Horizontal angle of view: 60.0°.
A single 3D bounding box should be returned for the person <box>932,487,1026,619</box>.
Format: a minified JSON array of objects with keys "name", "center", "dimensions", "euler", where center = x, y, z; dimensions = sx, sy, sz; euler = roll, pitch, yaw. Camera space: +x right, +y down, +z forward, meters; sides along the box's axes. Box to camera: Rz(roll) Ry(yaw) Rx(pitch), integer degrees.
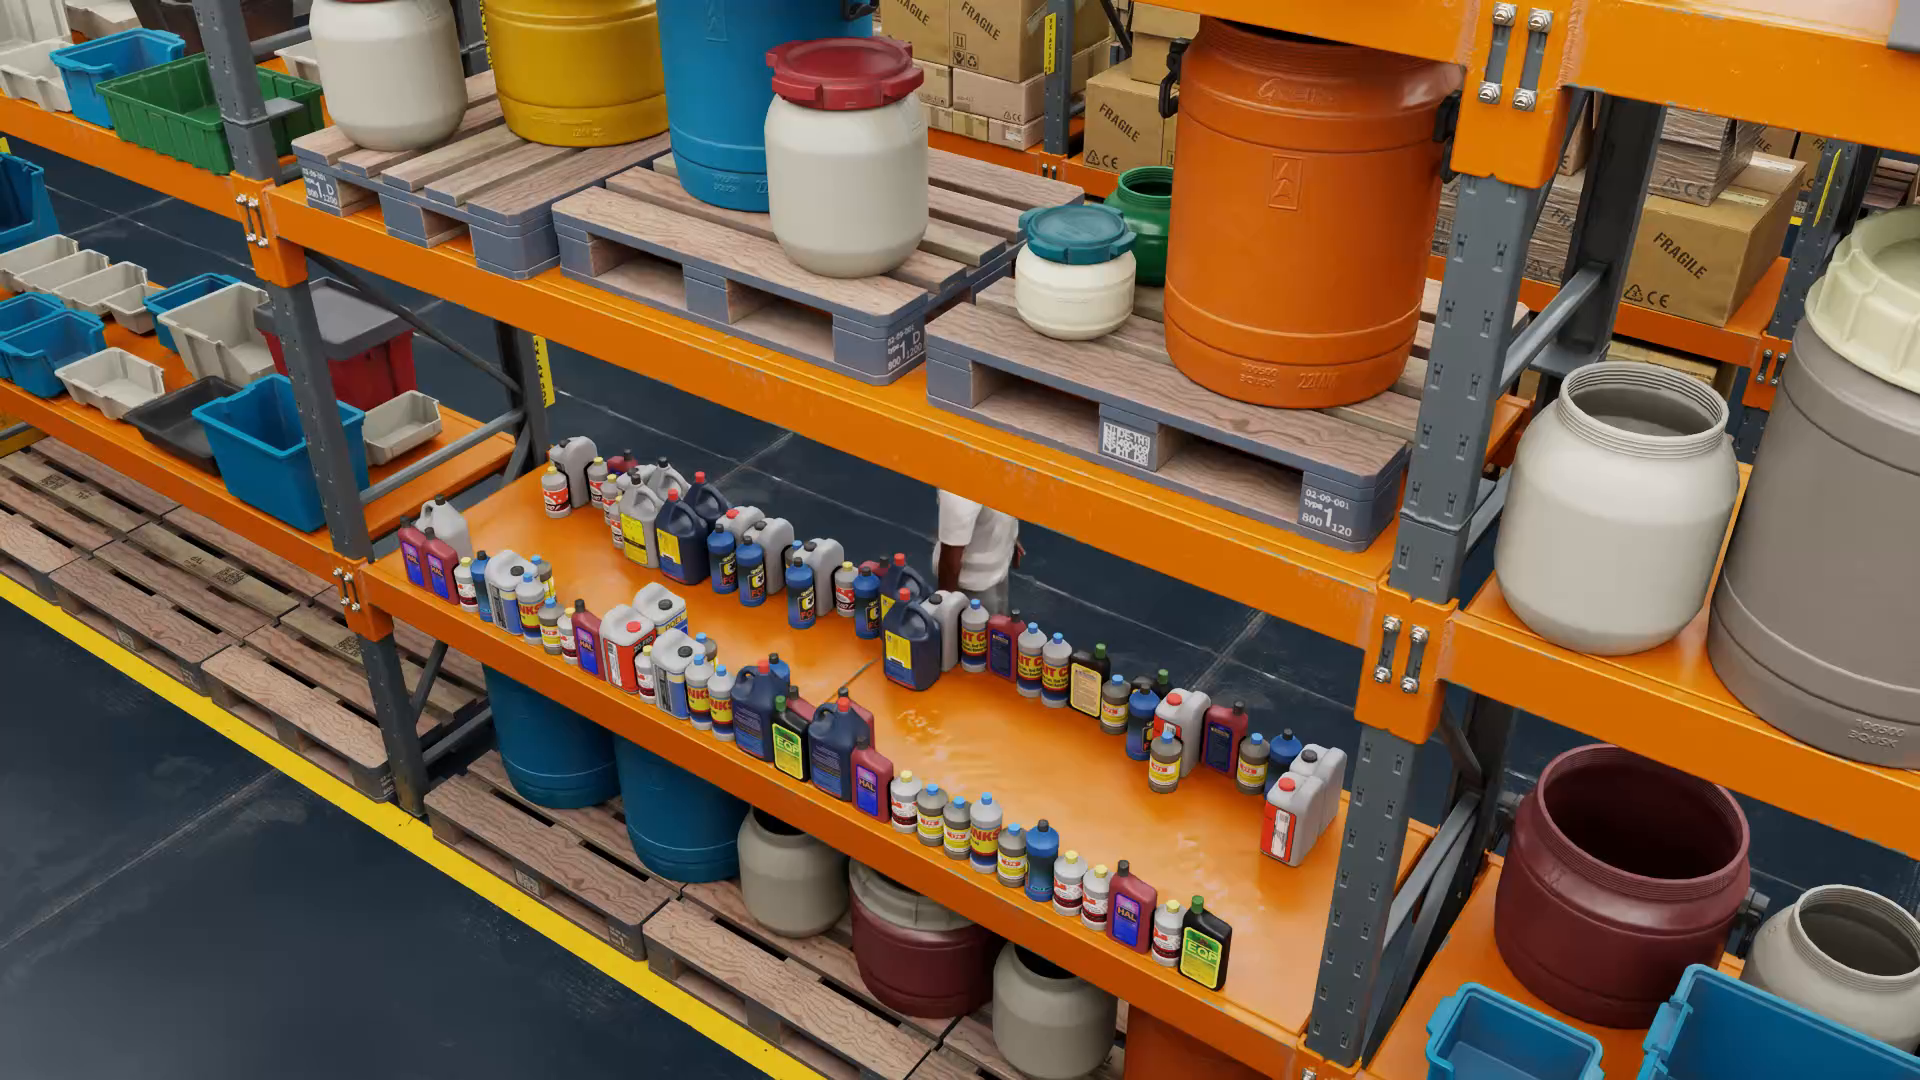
[{"name":"person","center":[-0.006,0.098,6.977],"dimensions":[0.607,1.764,0.589],"euler":[9,35,13]}]
